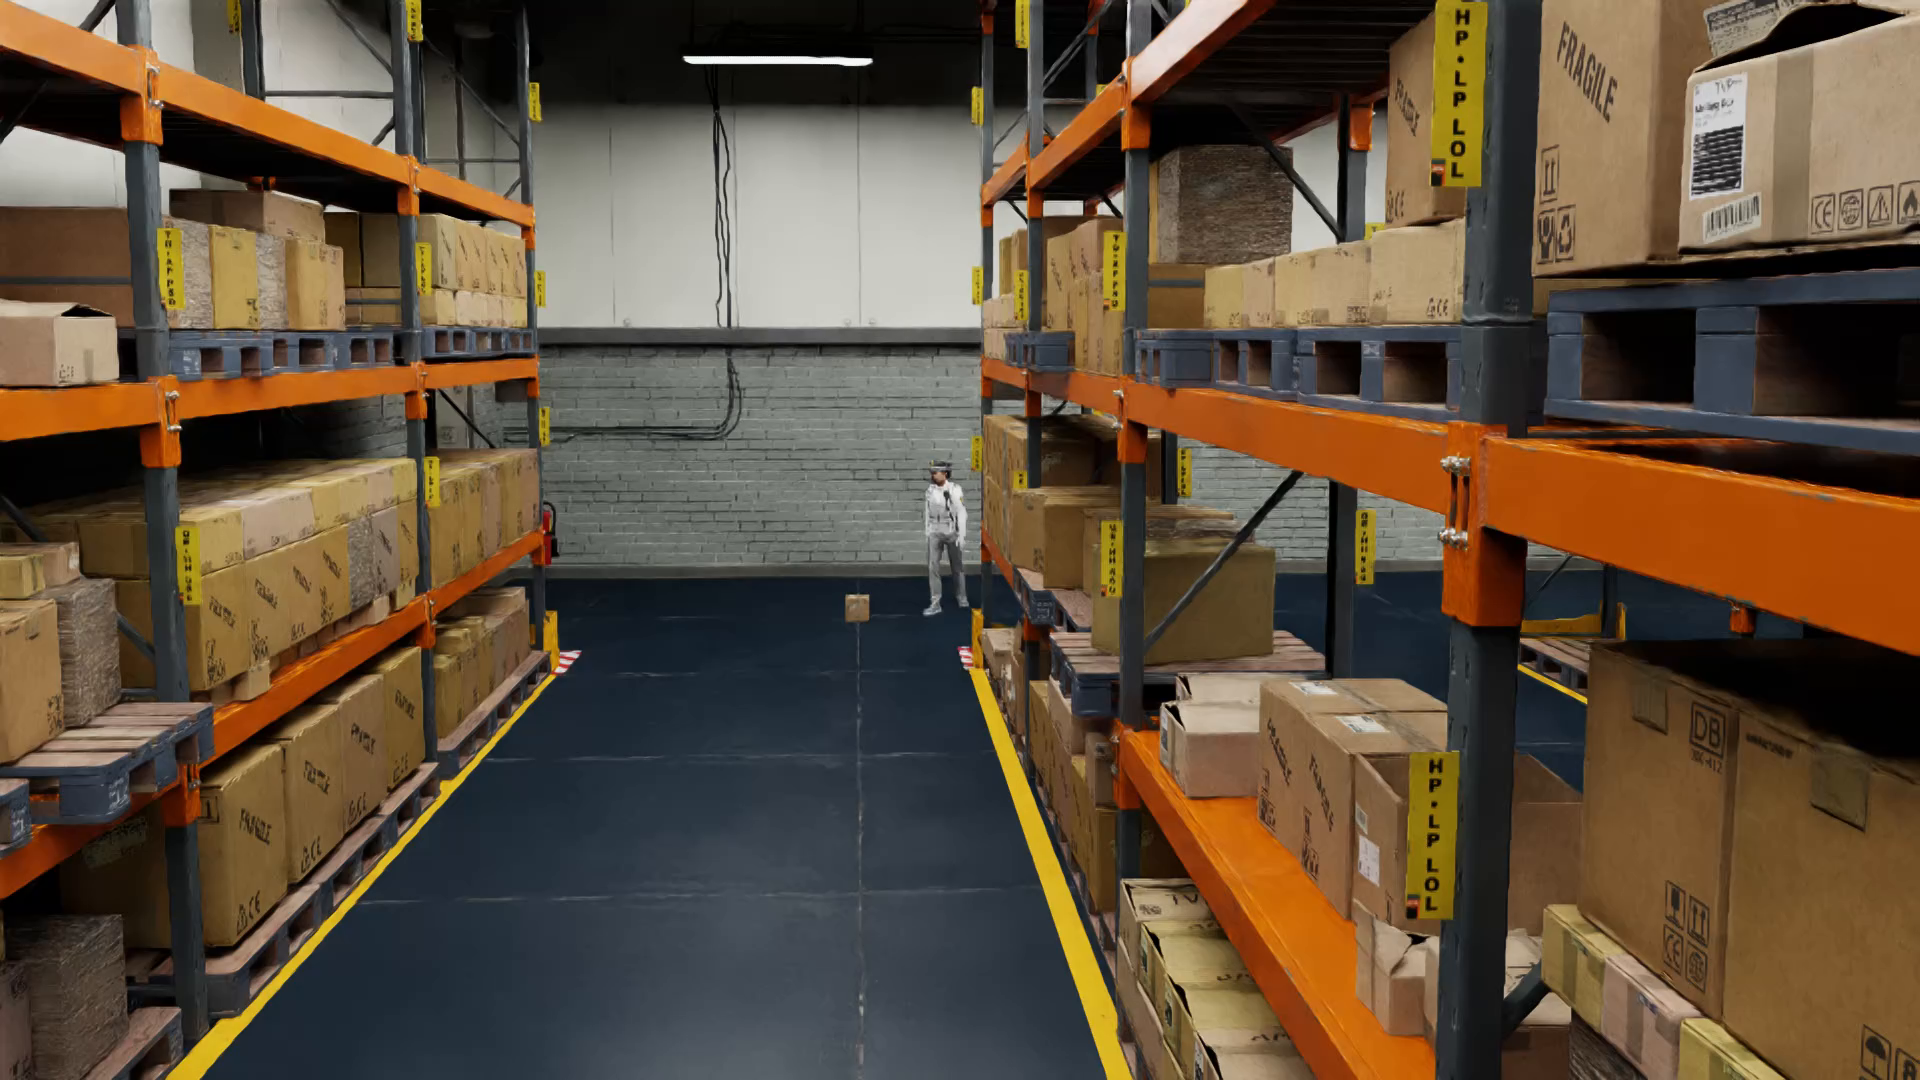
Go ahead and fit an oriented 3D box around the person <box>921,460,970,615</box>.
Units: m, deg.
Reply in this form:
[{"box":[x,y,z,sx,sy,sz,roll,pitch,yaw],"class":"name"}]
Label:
[{"box":[-0.149,-0.046,18.089,0.503,1.670,0.657,3,8,23],"class":"person"}]
